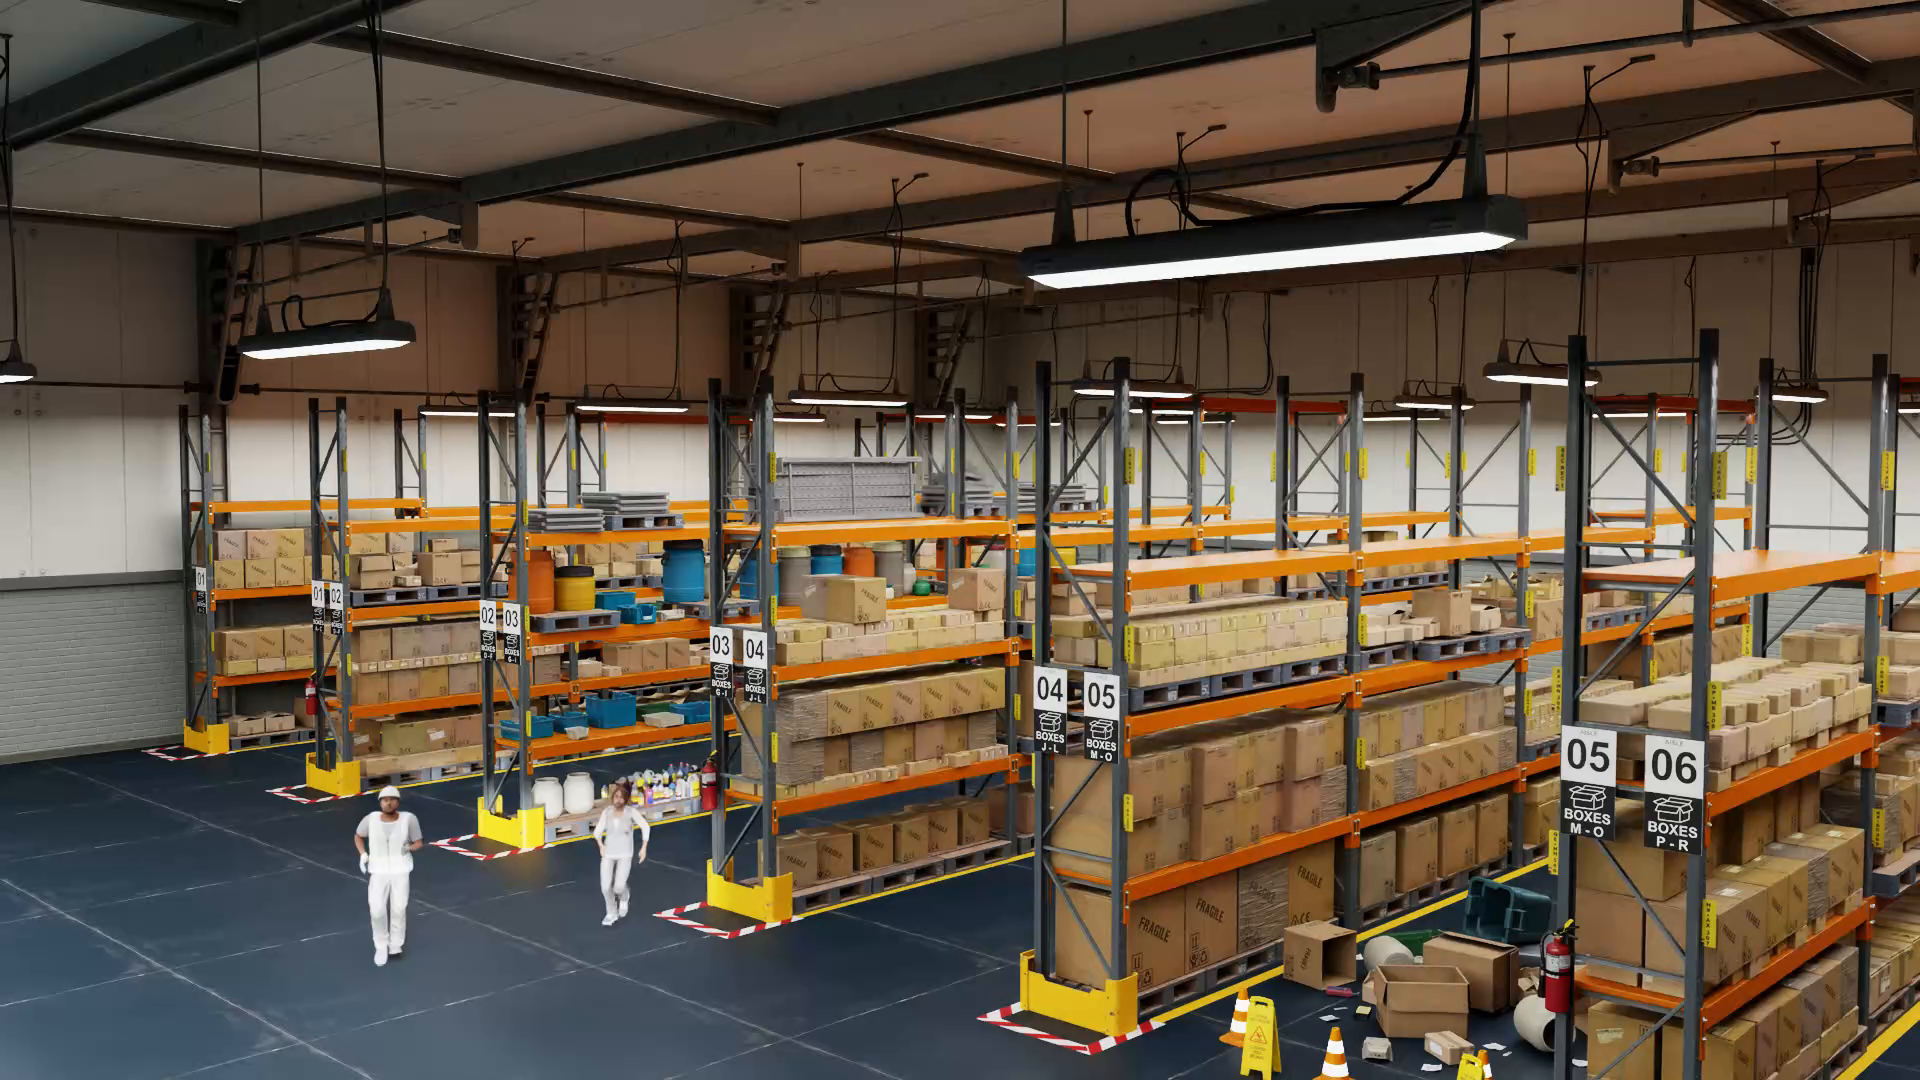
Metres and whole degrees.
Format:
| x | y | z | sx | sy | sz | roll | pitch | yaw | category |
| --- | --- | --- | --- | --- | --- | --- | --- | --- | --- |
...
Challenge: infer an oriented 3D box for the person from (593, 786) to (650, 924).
| x | y | z | sx | sy | sz | roll | pitch | yaw | category |
| --- | --- | --- | --- | --- | --- | --- | --- | --- | --- |
| -3.695 | 3.435 | 18.063 | 0.589 | 1.536 | 0.517 | 0 | 3 | 4 | person |

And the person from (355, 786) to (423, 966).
| x | y | z | sx | sy | sz | roll | pitch | yaw | category |
| --- | --- | --- | --- | --- | --- | --- | --- | --- | --- |
| -5.769 | 3.395 | 16.808 | 0.658 | 1.806 | 0.675 | -1 | 3 | -18 | person |
